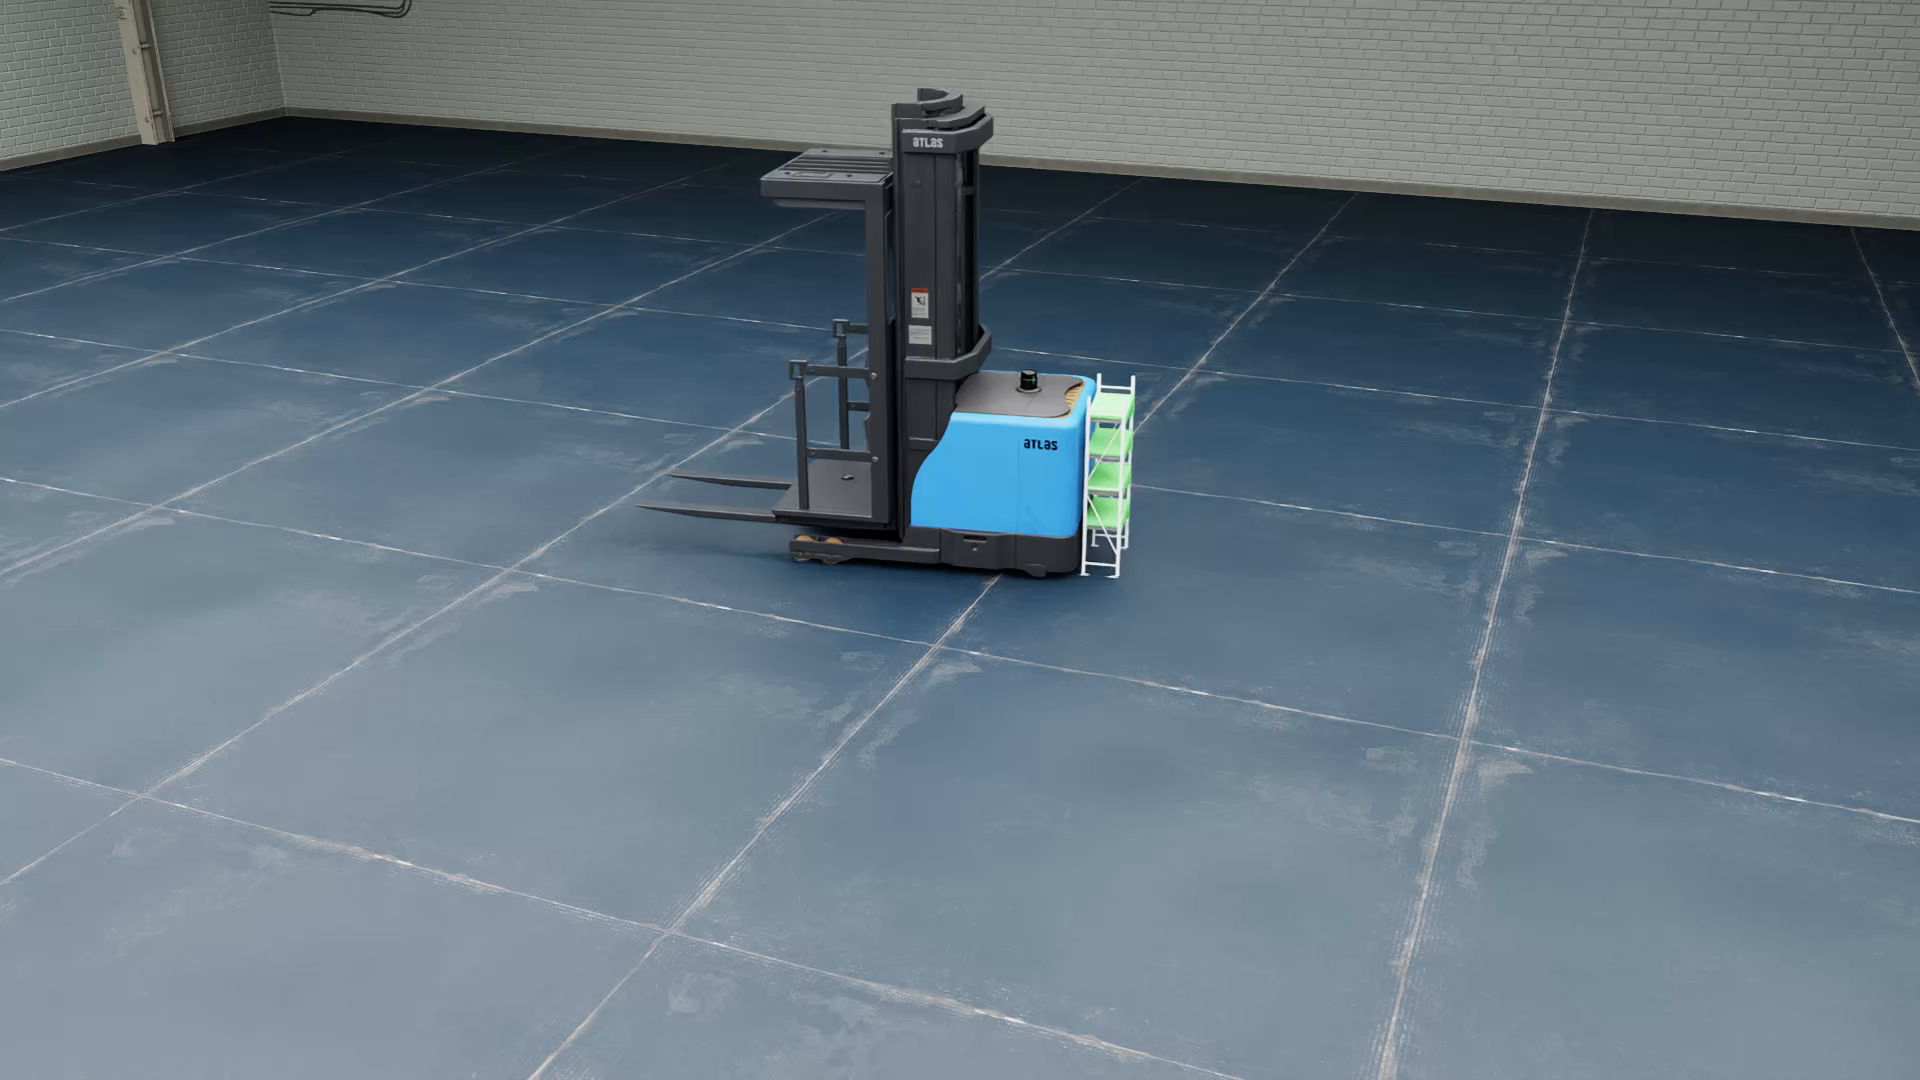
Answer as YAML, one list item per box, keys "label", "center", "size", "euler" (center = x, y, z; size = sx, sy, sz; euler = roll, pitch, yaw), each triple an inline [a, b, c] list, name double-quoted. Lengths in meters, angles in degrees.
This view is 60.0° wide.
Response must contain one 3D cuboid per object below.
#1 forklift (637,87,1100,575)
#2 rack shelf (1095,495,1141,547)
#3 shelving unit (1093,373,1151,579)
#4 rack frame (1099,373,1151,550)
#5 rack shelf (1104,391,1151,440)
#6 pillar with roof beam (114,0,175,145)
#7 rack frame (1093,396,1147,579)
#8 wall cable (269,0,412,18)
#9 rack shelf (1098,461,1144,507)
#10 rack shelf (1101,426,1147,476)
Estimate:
- label: "forklift"
  center: [-0.610, -1.368, 10.721]
  size: [3.031, 2.935, 1.130]
  euler: [3, 23, 7]
- label: "rack shelf"
  center: [1.024, -0.130, 10.776]
  size: [0.258, 0.148, 0.480]
  euler: [6, 23, 7]
- label: "shelving unit"
  center: [1.038, -0.409, 10.656]
  size: [0.258, 1.200, 0.503]
  euler: [6, 23, 7]
- label: "rack frame"
  center: [1.077, -0.502, 10.879]
  size: [0.240, 1.200, 0.015]
  euler: [6, 23, 7]
- label: "rack shelf"
  center: [1.058, -0.791, 10.493]
  size: [0.258, 0.148, 0.480]
  euler: [6, 23, 7]
- label: "pillar with roof beam"
  center: [-8.698, -9.831, 23.112]
  size: [9.100, 9.000, 0.400]
  euler: [9, 24, 20]
- label: "rack frame"
  center: [0.999, -0.316, 10.434]
  size: [0.240, 1.200, 0.015]
  euler: [6, 23, 7]
- label: "wall cable"
  center: [-10.373, -9.880, 27.256]
  size: [3.097, 2.526, 0.112]
  euler: [9, 24, 20]
- label: "rack shelf"
  center: [1.035, -0.350, 10.681]
  size: [0.258, 0.148, 0.480]
  euler: [6, 23, 7]
- label: "rack shelf"
  center: [1.046, -0.571, 10.587]
  size: [0.258, 0.148, 0.480]
  euler: [6, 23, 7]
